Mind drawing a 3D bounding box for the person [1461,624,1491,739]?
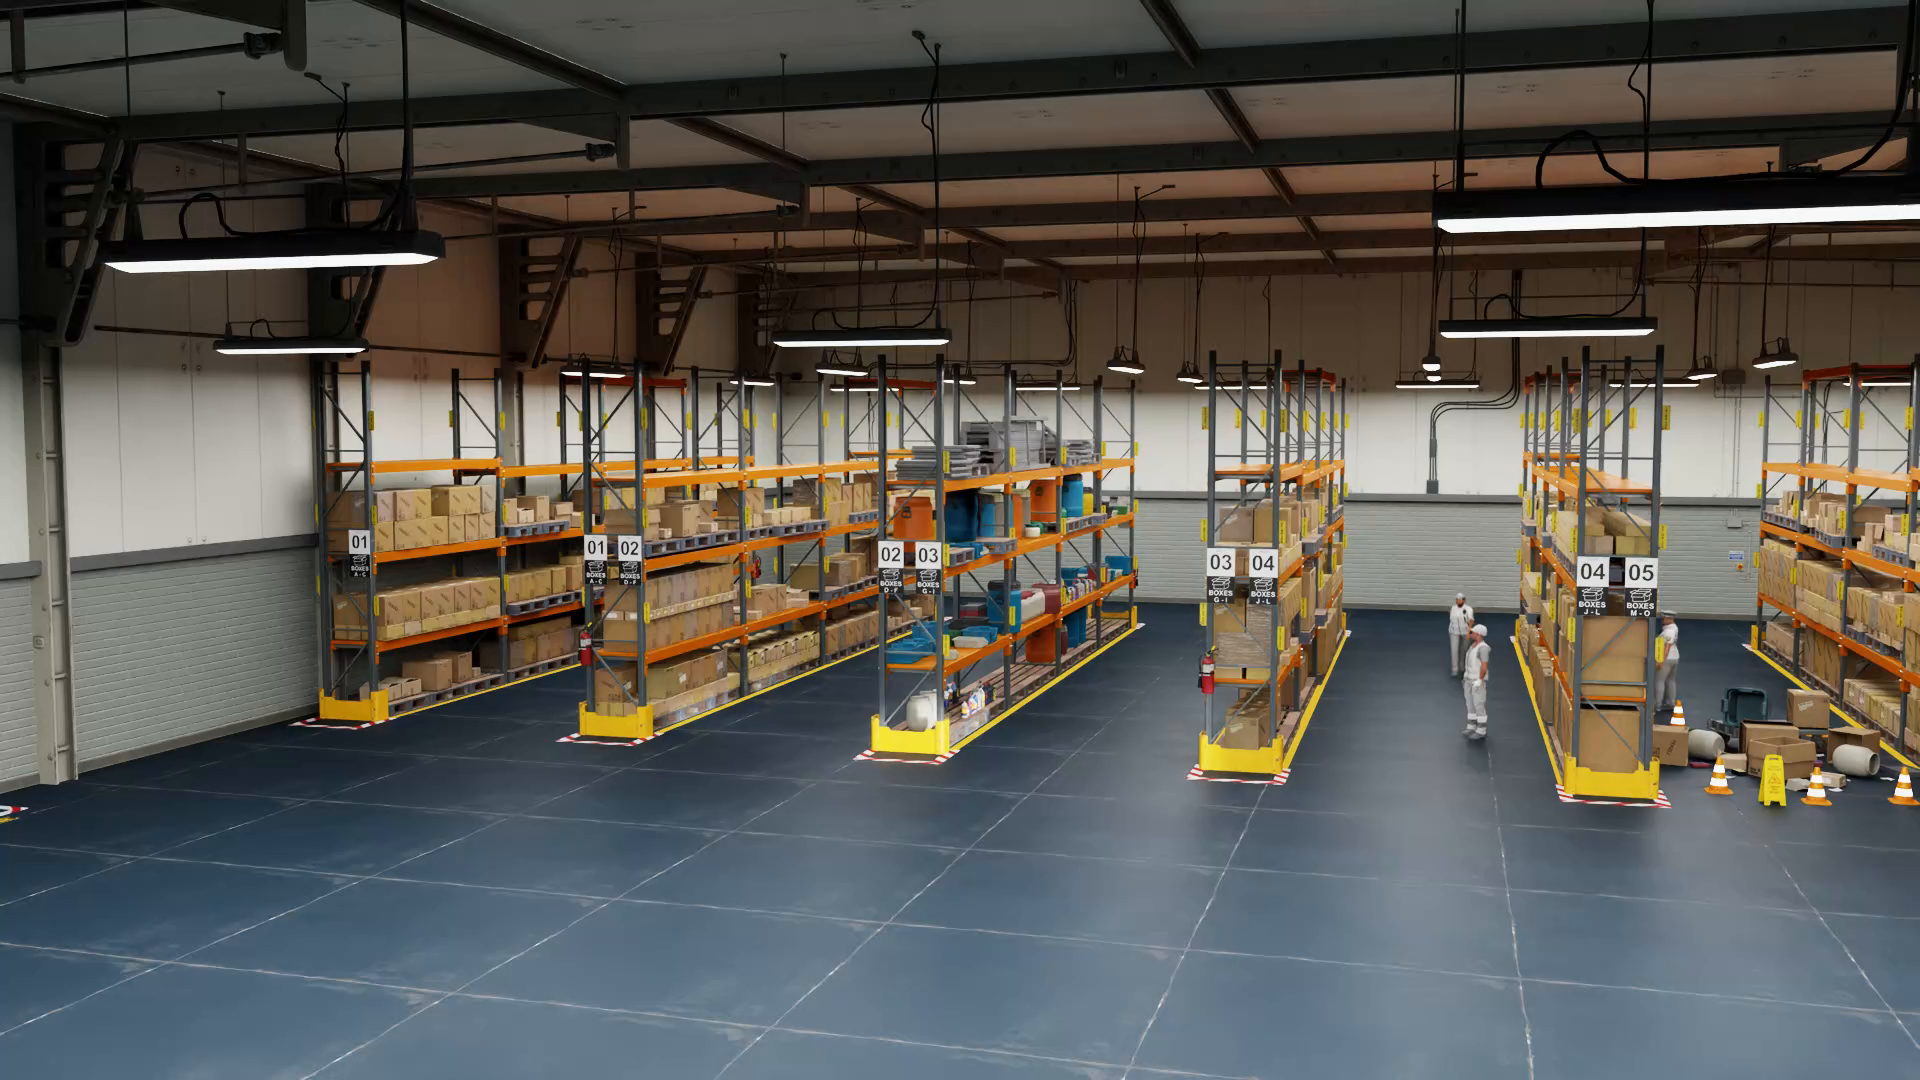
[{"bbox_3d":[8.164,2.233,26.358,0.402,1.804,0.584,-1,4,-18],"label":"person"}]

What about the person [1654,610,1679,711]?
[{"bbox_3d":[12.164,2.086,28.750,0.477,1.756,0.613,4,6,45],"label":"person"}]

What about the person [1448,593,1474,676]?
[{"bbox_3d":[9.877,1.848,32.786,0.470,1.615,0.972,1,4,14],"label":"person"}]
